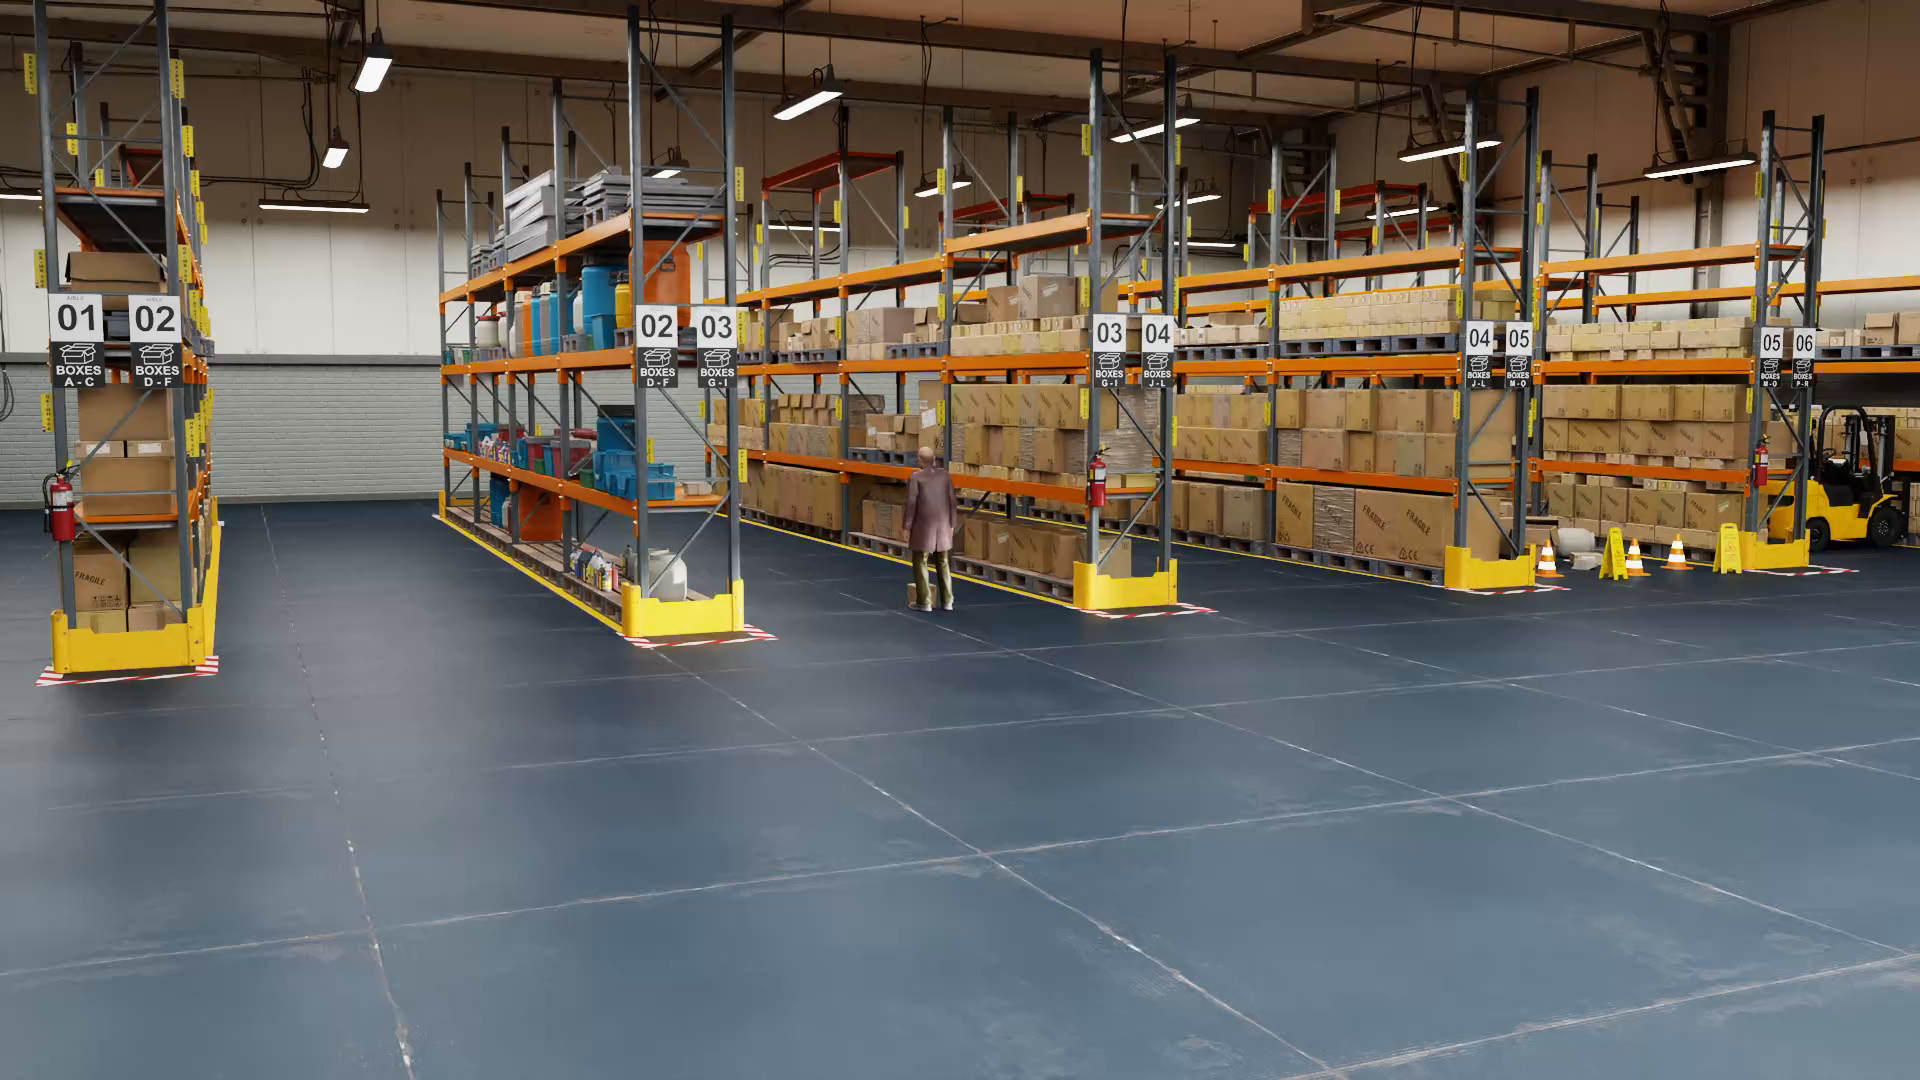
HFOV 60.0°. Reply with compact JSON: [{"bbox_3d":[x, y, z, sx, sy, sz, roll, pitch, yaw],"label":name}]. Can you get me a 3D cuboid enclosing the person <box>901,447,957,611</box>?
[{"bbox_3d":[-0.332,-0.122,18.016,0.654,1.774,0.422,-3,6,-27],"label":"person"}]
